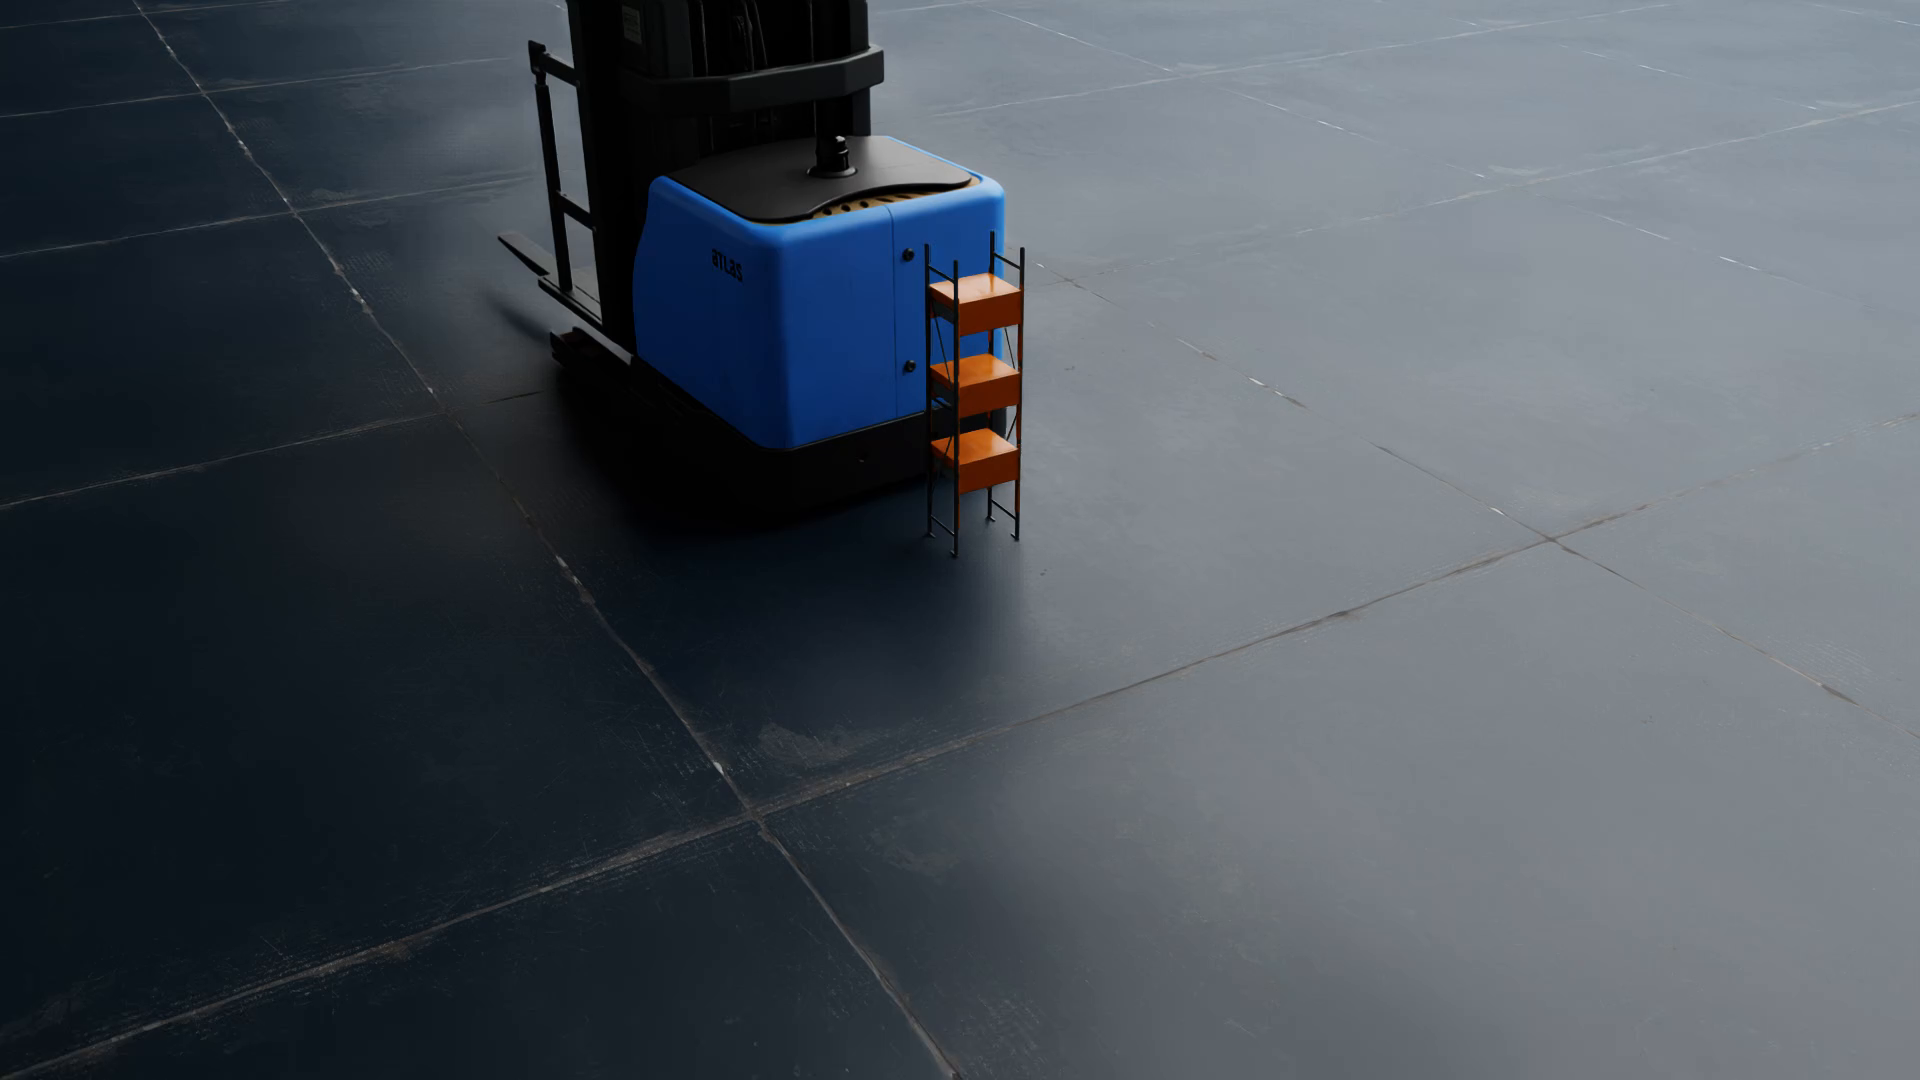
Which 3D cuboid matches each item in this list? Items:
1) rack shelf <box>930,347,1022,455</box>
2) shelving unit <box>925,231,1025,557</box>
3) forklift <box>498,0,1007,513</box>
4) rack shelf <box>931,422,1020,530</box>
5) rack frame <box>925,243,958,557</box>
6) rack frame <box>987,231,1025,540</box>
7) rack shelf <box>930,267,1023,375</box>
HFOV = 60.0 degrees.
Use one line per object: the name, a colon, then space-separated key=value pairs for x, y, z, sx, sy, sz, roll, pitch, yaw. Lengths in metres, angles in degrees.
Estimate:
rack shelf: x=0.046 y=-0.463 z=5.525 sx=0.240 sy=0.259 sz=0.215 roll=-16 pitch=33 yaw=-26
shelving unit: x=0.046 y=-0.473 z=5.520 sx=0.252 sy=1.050 sz=0.215 roll=-16 pitch=33 yaw=-26
forklift: x=-1.074 y=-2.039 z=6.411 sx=1.130 sy=2.935 sz=3.031 roll=-18 pitch=34 yaw=-30
rack shelf: x=0.046 y=-0.220 z=5.659 sx=0.240 sy=0.259 sz=0.215 roll=-16 pitch=33 yaw=-26
rack frame: x=-0.059 y=-0.443 z=5.466 sx=0.008 sy=1.050 sz=0.200 roll=-16 pitch=33 yaw=-26
rack frame: x=0.151 y=-0.503 z=5.574 sx=0.008 sy=1.050 sz=0.200 roll=-16 pitch=33 yaw=-26
rack shelf: x=0.046 y=-0.712 z=5.388 sx=0.240 sy=0.259 sz=0.215 roll=-16 pitch=33 yaw=-26
